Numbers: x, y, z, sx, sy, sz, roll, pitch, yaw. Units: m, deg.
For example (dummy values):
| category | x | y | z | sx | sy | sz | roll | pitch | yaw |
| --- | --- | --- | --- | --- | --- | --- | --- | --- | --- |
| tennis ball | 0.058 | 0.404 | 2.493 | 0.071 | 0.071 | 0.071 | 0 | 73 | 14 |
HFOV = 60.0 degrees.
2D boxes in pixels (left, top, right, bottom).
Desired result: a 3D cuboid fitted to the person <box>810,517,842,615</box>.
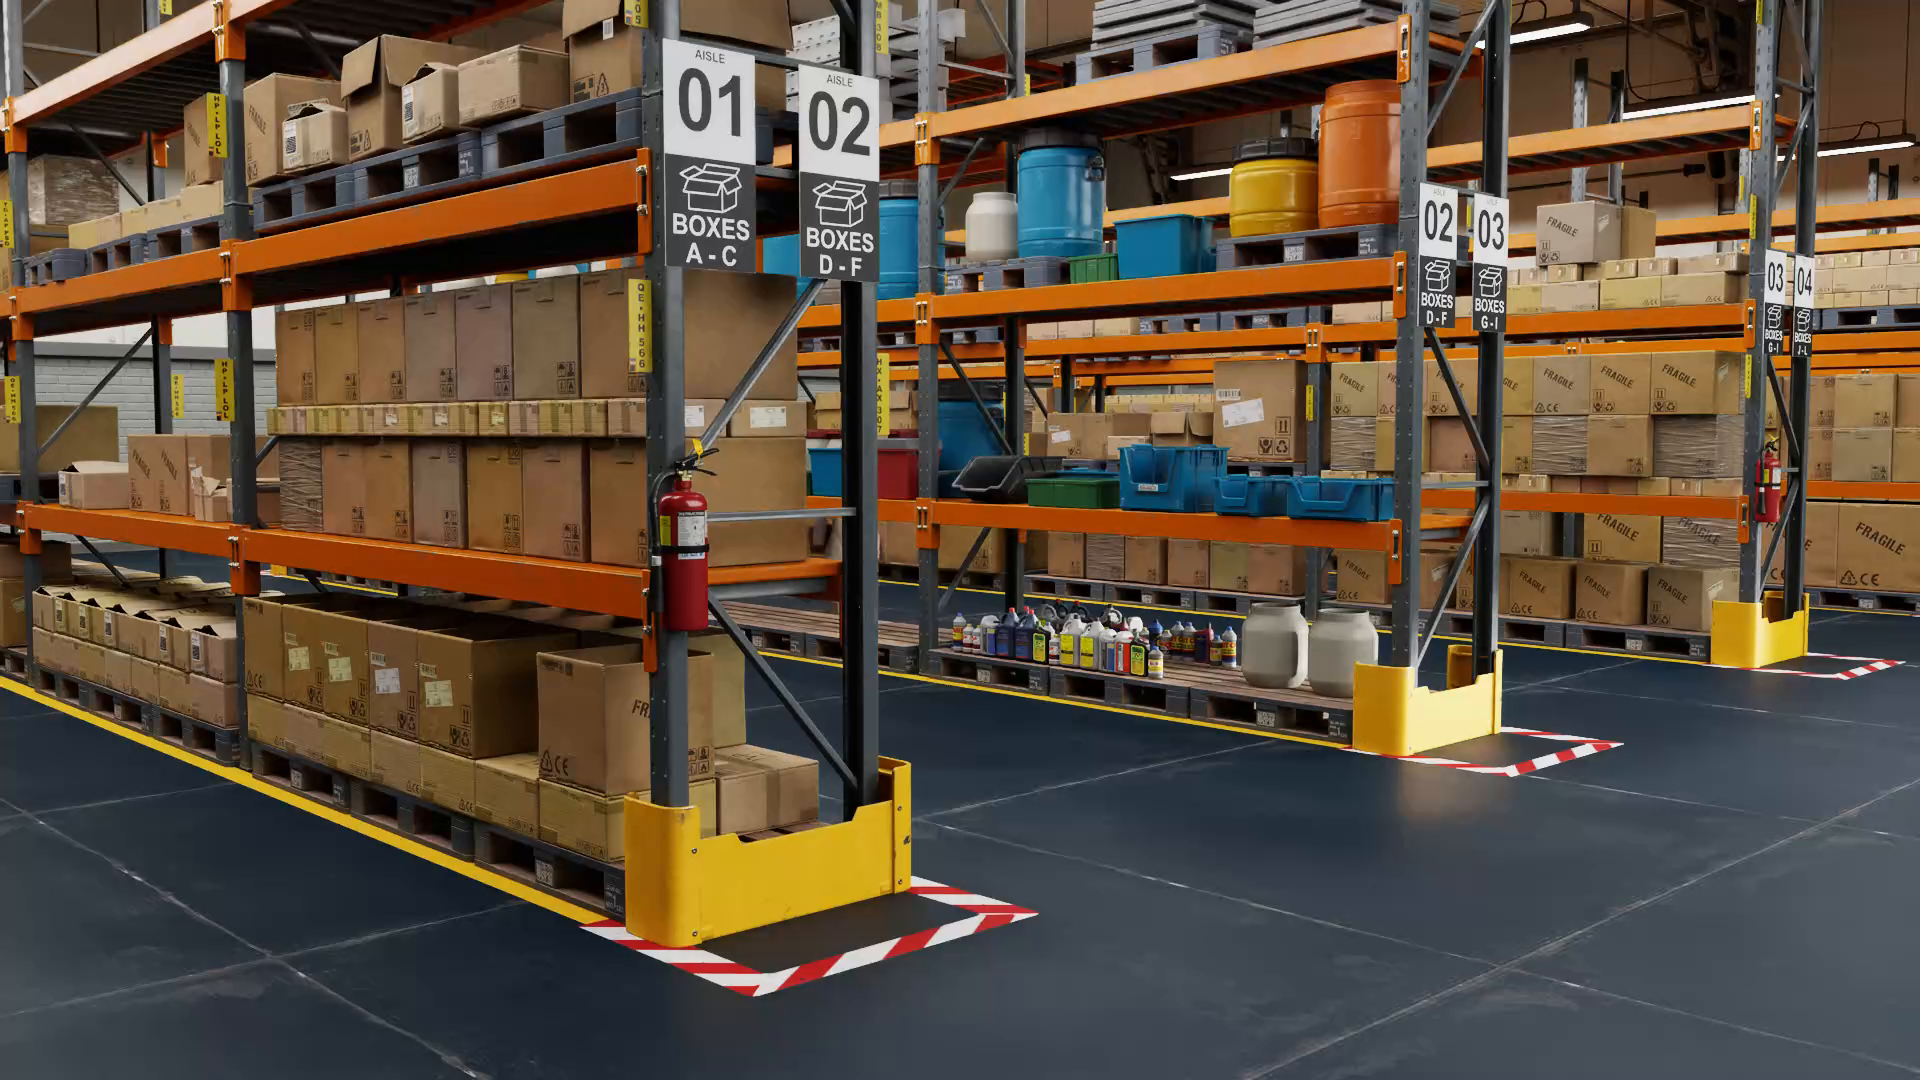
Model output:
| category | x | y | z | sx | sy | sz | roll | pitch | yaw |
| --- | --- | --- | --- | --- | --- | --- | --- | --- | --- |
| person | -1.063 | -0.006 | 15.113 | 0.540 | 1.679 | 0.631 | -4 | 5 | -45 |
